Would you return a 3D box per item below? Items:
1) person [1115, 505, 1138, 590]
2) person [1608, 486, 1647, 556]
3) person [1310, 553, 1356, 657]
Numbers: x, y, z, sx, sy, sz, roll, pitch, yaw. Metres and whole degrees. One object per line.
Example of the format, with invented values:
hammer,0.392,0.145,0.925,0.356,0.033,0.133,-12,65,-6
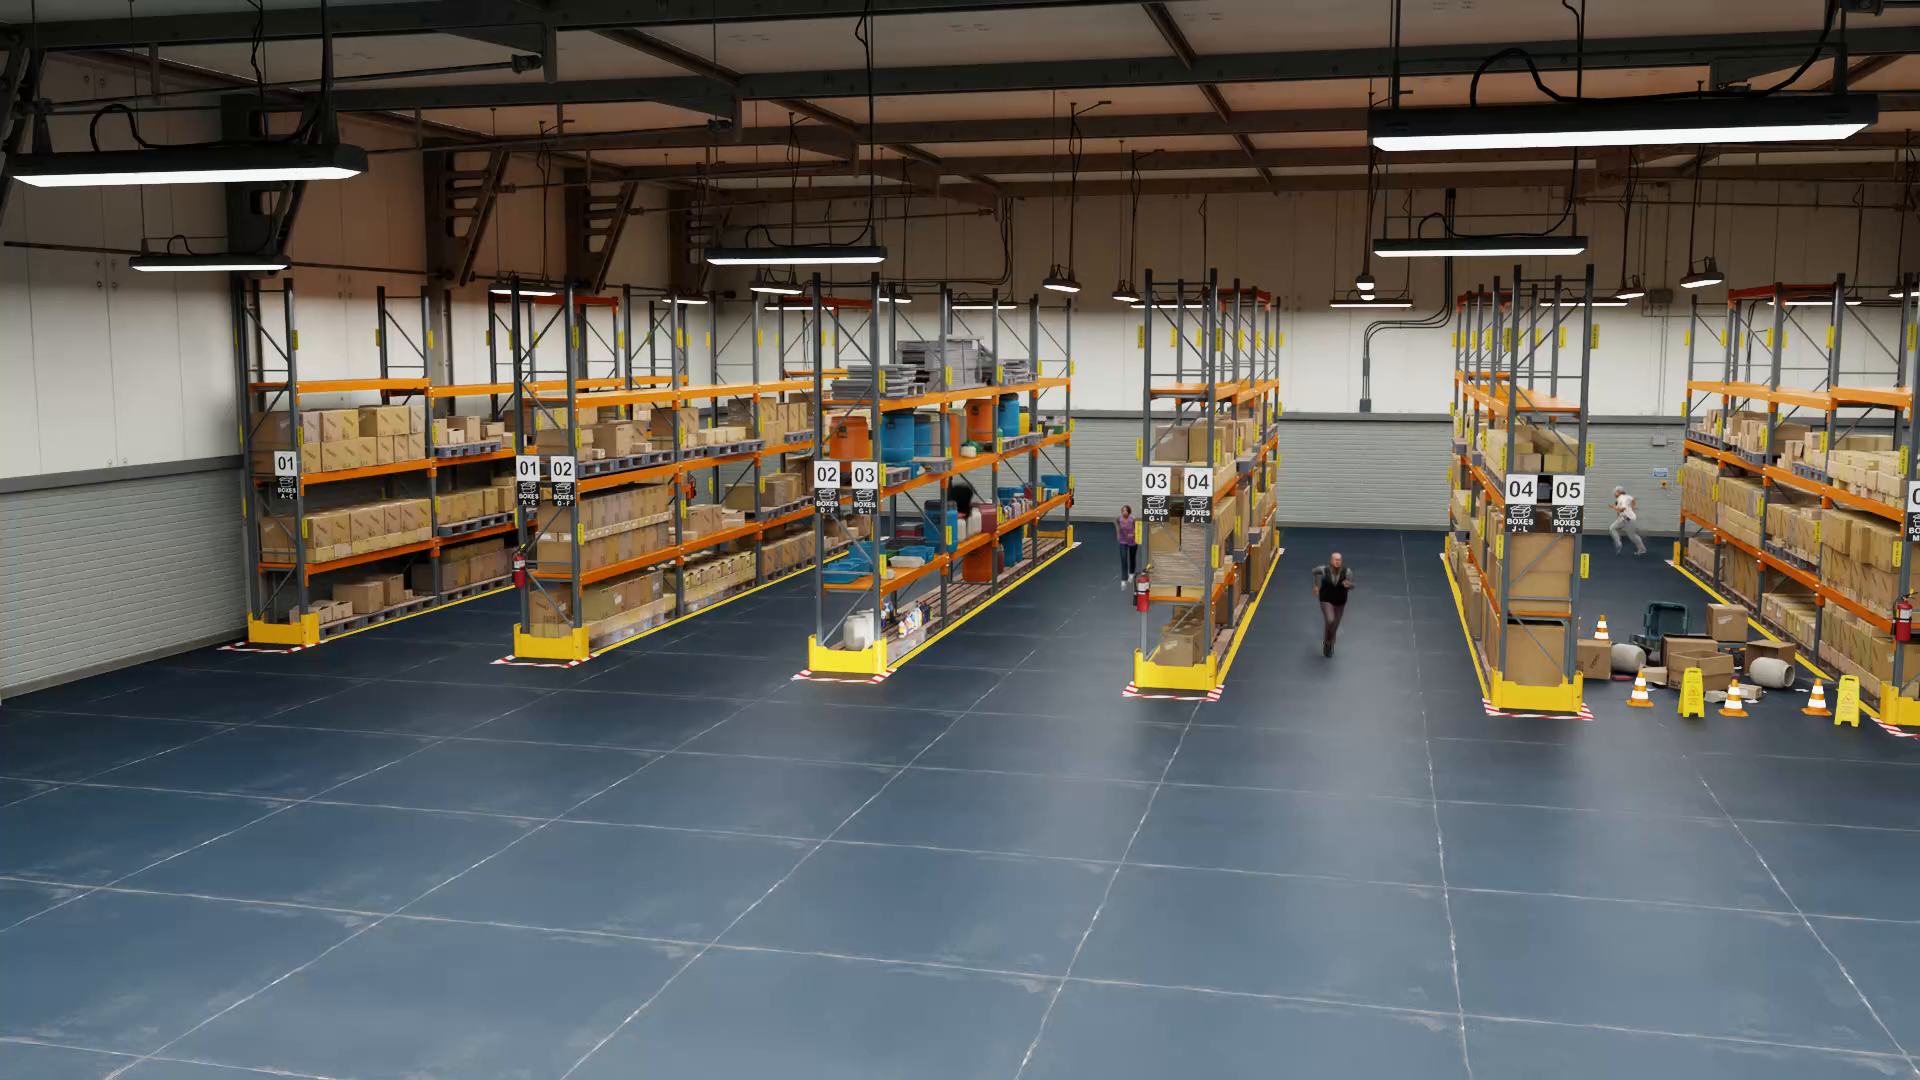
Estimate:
person,3.248,0.104,32.087,0.541,1.609,0.917,2,7,15
person,15.491,-0.425,38.603,0.879,1.639,0.596,2,7,13
person,5.894,1.009,26.319,0.644,1.660,0.908,0,7,-3
